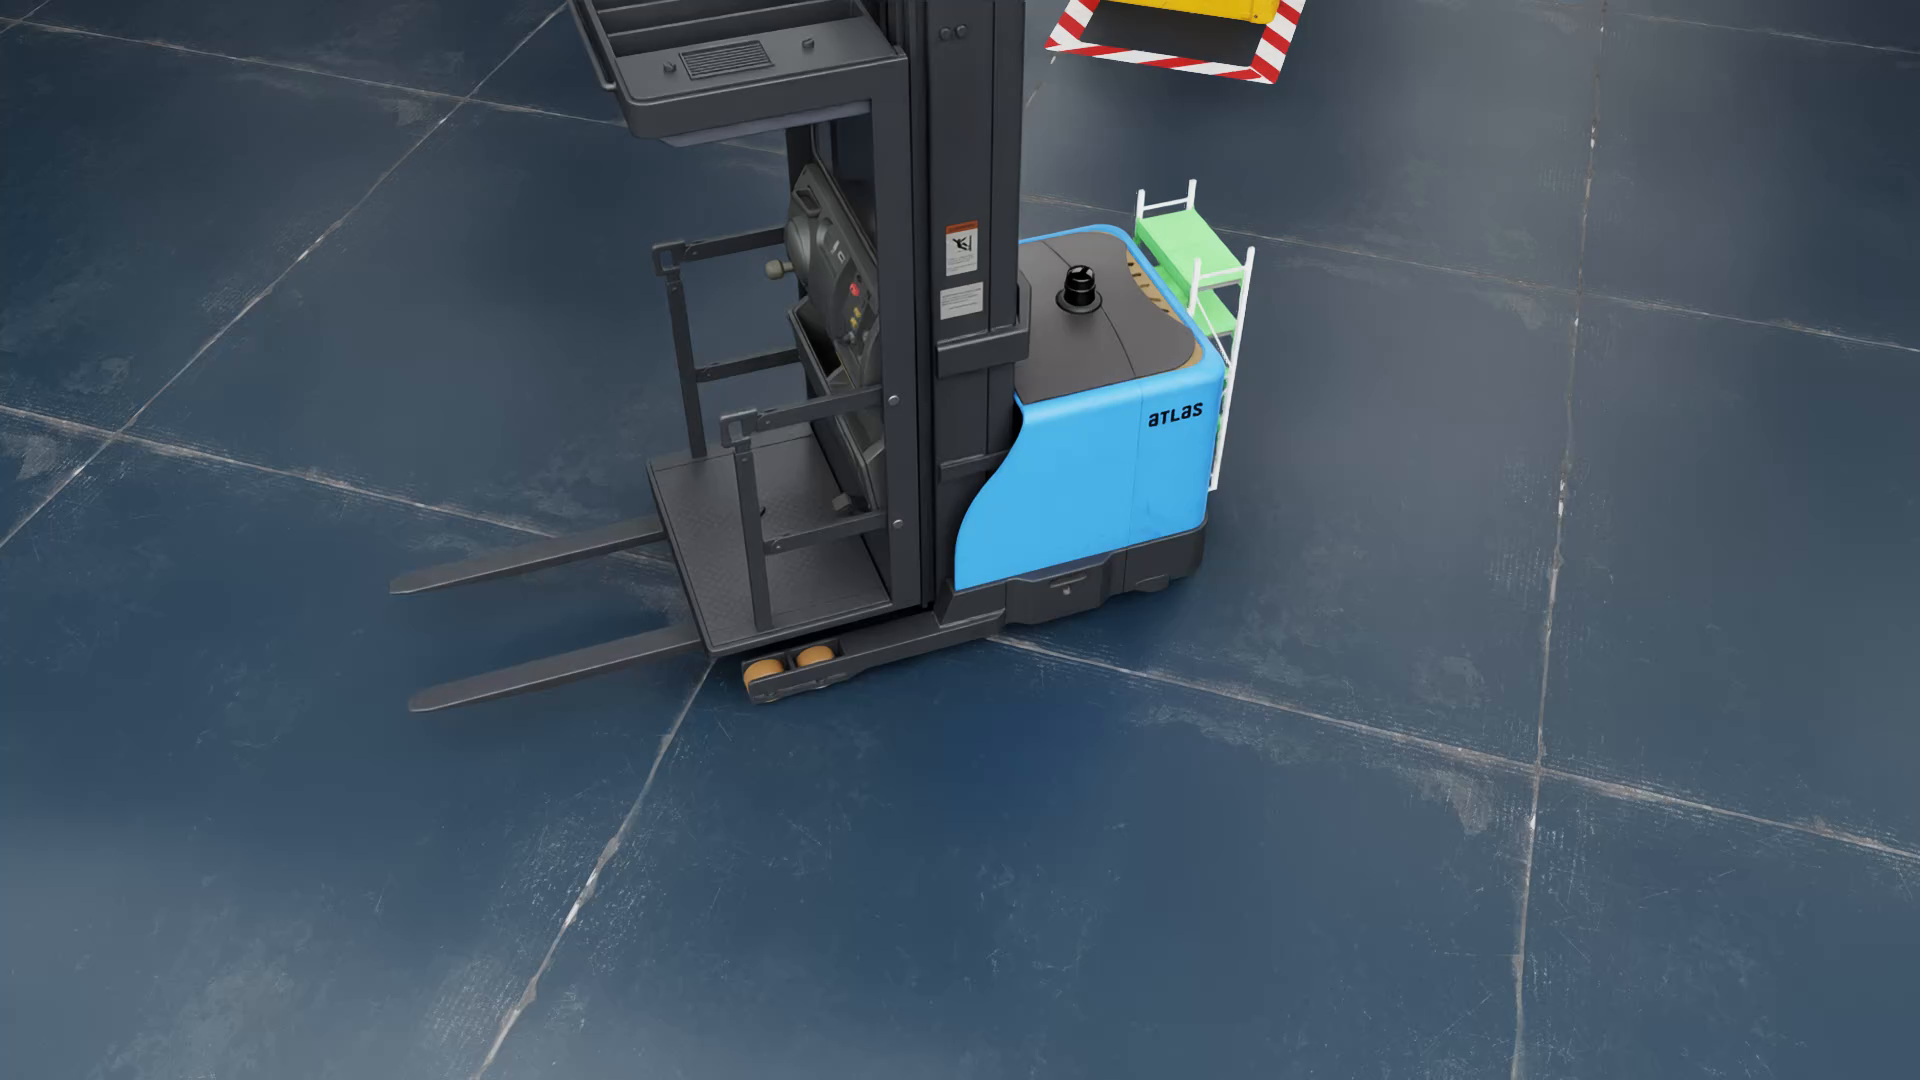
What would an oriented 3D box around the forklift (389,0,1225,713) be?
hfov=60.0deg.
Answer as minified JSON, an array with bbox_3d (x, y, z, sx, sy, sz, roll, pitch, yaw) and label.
[{"bbox_3d":[-0.616,-0.866,5.540,3.031,2.935,1.130,-14,46,-14],"label":"forklift"}]

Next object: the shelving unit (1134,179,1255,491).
[{"bbox_3d":[0.881,-0.780,6.687,0.258,1.200,0.503,-14,46,-15],"label":"shelving unit"}]

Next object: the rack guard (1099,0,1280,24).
[{"bbox_3d":[1.341,-3.473,9.942,1.175,0.500,0.348,13,46,13],"label":"rack guard"}]

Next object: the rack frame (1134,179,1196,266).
[{"bbox_3d":[0.796,-0.940,6.851,0.240,1.200,0.015,-14,46,-15],"label":"rack frame"}]

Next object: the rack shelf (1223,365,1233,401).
[{"bbox_3d":[0.880,-0.734,6.732,0.258,0.148,0.480,-14,46,-15],"label":"rack shelf"}]

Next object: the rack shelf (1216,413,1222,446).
[{"bbox_3d":[0.878,-0.562,6.899,0.258,0.148,0.480,-14,46,-15],"label":"rack shelf"}]

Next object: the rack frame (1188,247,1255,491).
[{"bbox_3d":[0.966,-0.620,6.524,0.240,1.200,0.015,-14,46,-15],"label":"rack frame"}]

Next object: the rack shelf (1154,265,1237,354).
[{"bbox_3d":[0.883,-0.907,6.564,0.258,0.148,0.480,-14,46,-15],"label":"rack shelf"}]

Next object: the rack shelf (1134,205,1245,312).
[{"bbox_3d":[0.886,-1.079,6.397,0.258,0.148,0.480,-14,46,-15],"label":"rack shelf"}]
